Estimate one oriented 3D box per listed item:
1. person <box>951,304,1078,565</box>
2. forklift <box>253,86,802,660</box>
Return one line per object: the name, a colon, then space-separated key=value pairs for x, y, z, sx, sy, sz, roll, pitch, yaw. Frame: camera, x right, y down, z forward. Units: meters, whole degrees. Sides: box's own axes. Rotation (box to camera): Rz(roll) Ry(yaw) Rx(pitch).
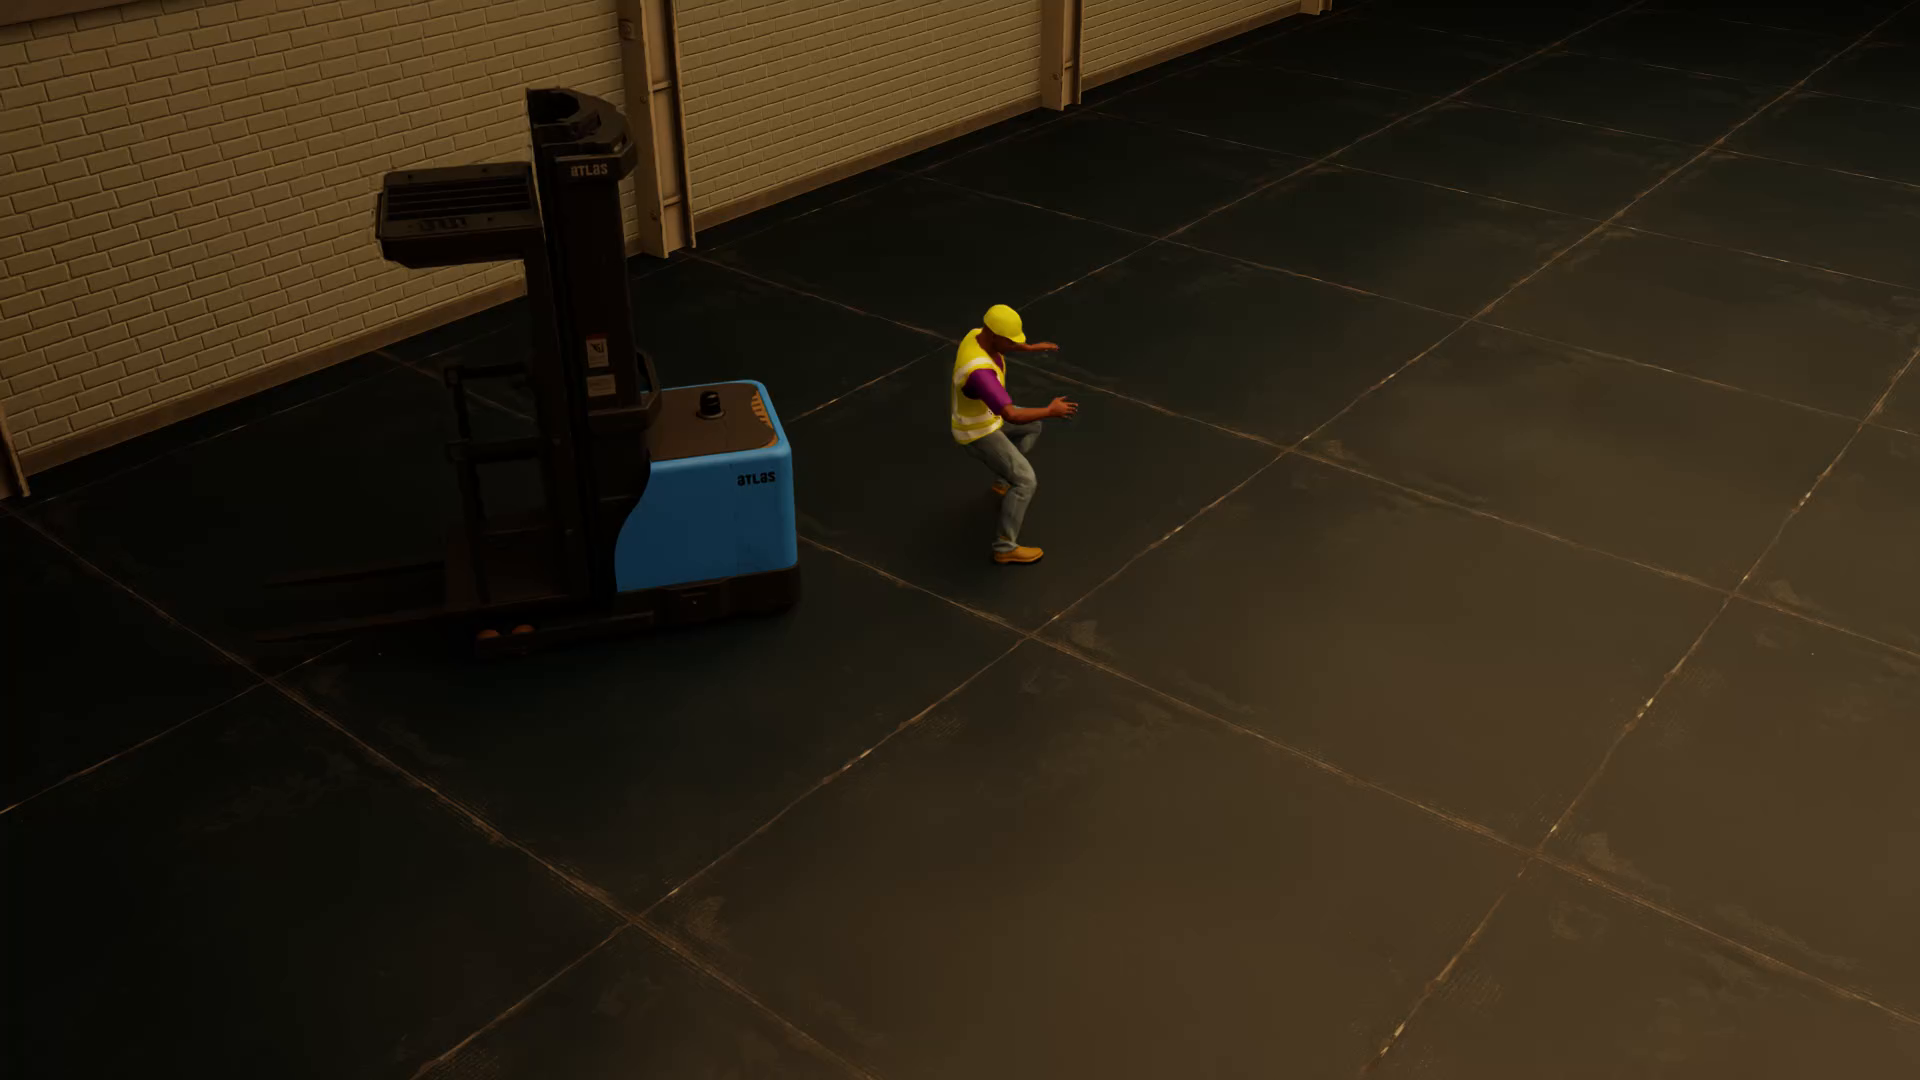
person: x=0.340 y=-0.765 z=10.290 sx=0.786 sy=1.539 sz=1.026 roll=3 pitch=30 yaw=5
forklift: x=-2.507 y=-0.888 z=9.114 sx=3.031 sy=2.935 sz=1.130 roll=-8 pitch=31 yaw=-13
